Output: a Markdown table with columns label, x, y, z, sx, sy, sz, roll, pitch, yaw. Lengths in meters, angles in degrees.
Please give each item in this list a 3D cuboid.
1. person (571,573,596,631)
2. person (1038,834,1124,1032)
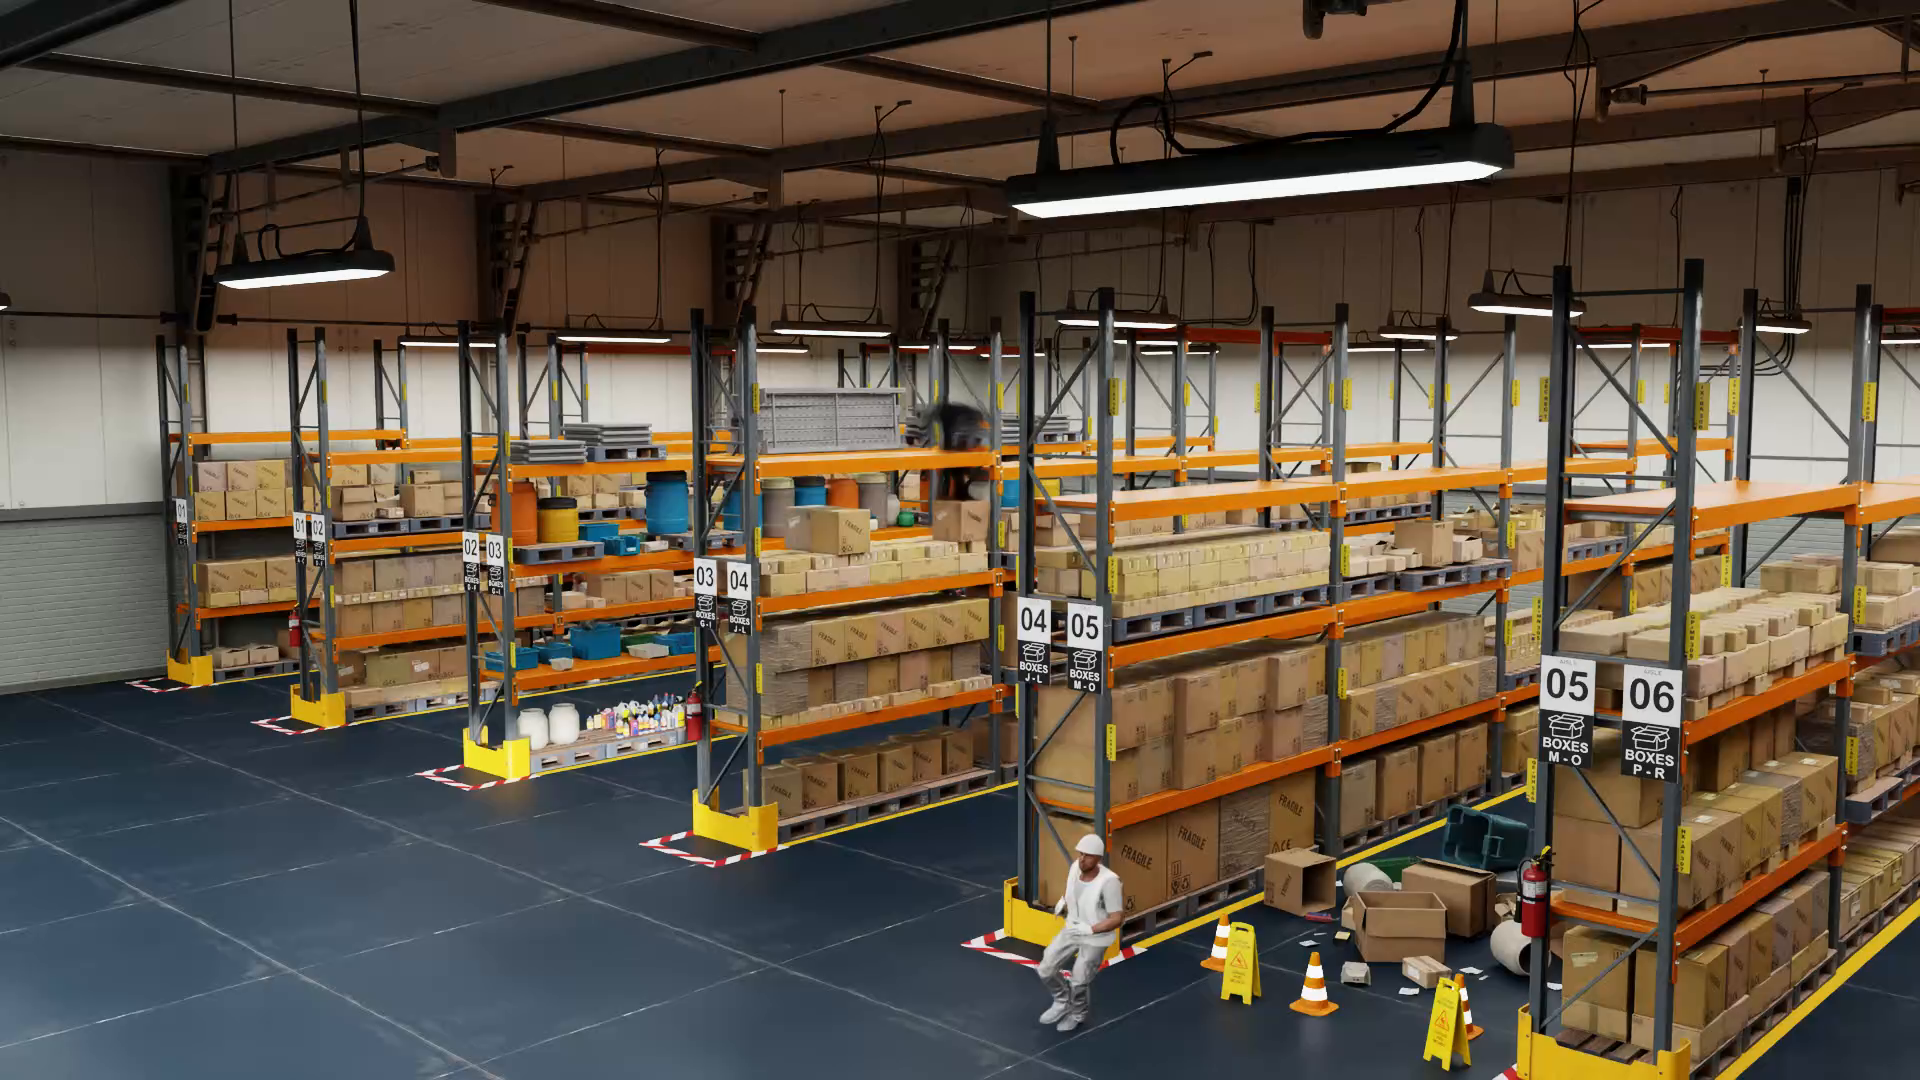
| label | x | y | z | sx | sy | sz | roll | pitch | yaw |
| --- | --- | --- | --- | --- | --- | --- | --- | --- | --- |
| person | -7.375 | 1.372 | 32.570 | 0.531 | 1.491 | 0.699 | 3 | 6 | 25 |
| person | 0.935 | 3.111 | 13.056 | 0.861 | 1.685 | 0.726 | 4 | 7 | 37 |
